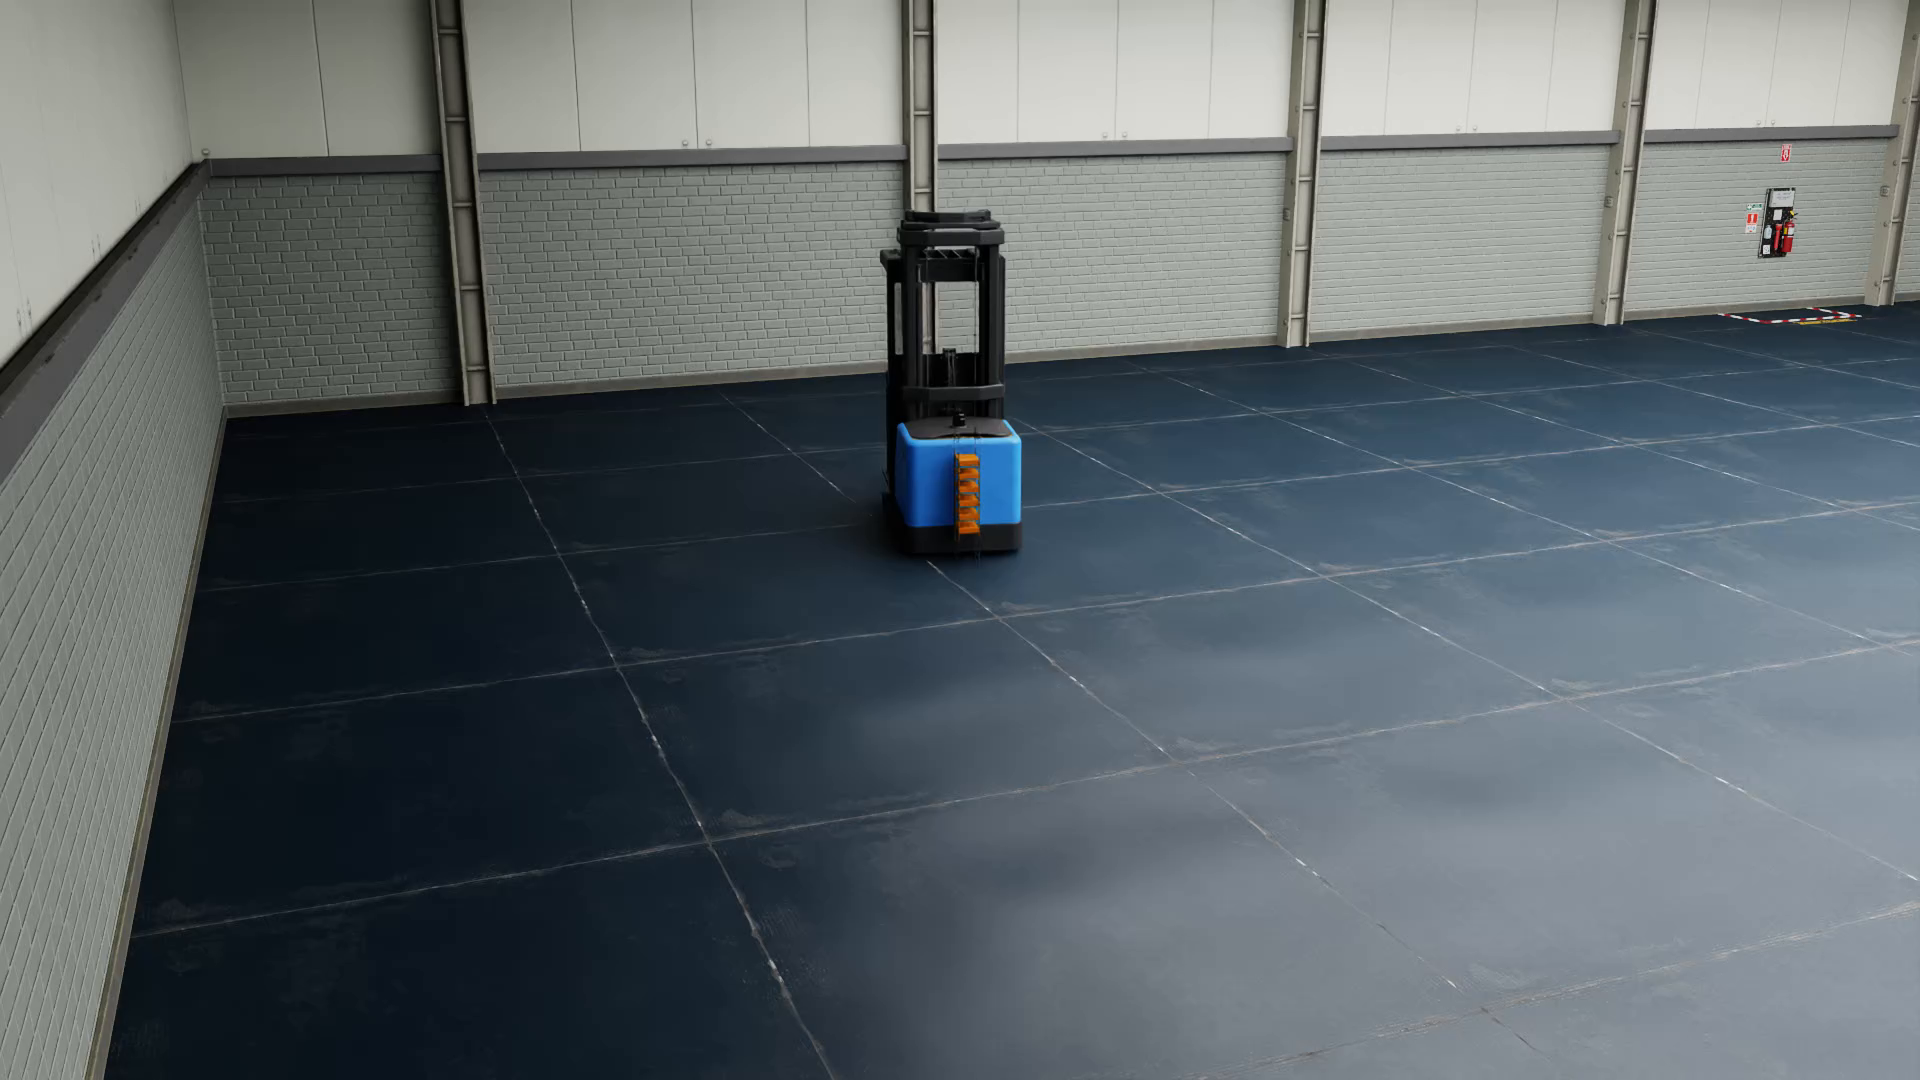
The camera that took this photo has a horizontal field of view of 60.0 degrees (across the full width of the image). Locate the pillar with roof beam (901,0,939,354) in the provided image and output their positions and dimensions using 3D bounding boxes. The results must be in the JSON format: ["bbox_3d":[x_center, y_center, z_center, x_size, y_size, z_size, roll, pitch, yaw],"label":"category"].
[{"bbox_3d":[1.004,-5.548,18.171,0.400,9.000,9.100,-6,17,-20],"label":"pillar with roof beam"}]

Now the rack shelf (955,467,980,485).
[{"bbox_3d":[0.061,-0.551,14.304,0.180,0.103,0.258,-3,17,-9],"label":"rack shelf"}]

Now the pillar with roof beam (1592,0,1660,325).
[{"bbox_3d":[12.210,-6.758,22.291,0.400,9.000,9.100,-6,17,-20],"label":"pillar with roof beam"}]

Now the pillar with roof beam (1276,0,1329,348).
[{"bbox_3d":[6.607,-6.153,20.231,0.400,9.000,9.100,-6,17,-20],"label":"pillar with roof beam"}]

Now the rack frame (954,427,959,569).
[{"bbox_3d":[-0.030,-0.360,14.345,0.006,1.200,0.240,-3,17,-9],"label":"rack frame"}]

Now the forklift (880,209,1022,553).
[{"bbox_3d":[-0.162,-1.657,15.692,1.130,2.935,3.031,-2,17,-8],"label":"forklift"}]

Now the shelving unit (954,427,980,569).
[{"bbox_3d":[0.061,-0.364,14.359,0.189,1.200,0.258,-3,17,-9],"label":"shelving unit"}]

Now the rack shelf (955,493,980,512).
[{"bbox_3d":[0.061,-0.321,14.372,0.180,0.103,0.258,-3,17,-9],"label":"rack shelf"}]

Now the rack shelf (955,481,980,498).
[{"bbox_3d":[0.061,-0.436,14.338,0.180,0.103,0.258,-3,17,-9],"label":"rack shelf"}]

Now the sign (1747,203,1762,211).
[{"bbox_3d":[13.405,-5.619,28.055,0.331,0.109,0.001,-6,17,-20],"label":"sign"}]

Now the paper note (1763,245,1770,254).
[{"bbox_3d":[13.761,-4.955,28.364,0.142,0.148,0.016,-6,17,-20],"label":"paper note"}]

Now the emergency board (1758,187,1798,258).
[{"bbox_3d":[13.951,-5.378,28.239,0.643,1.169,0.194,-6,17,-20],"label":"emergency board"}]

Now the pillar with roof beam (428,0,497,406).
[{"bbox_3d":[-4.598,-4.943,16.111,0.400,9.000,9.100,-6,17,-20],"label":"pillar with roof beam"}]

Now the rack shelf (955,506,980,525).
[{"bbox_3d":[0.061,-0.206,14.405,0.180,0.103,0.258,-3,17,-9],"label":"rack shelf"}]

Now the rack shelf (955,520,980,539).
[{"bbox_3d":[0.061,-0.091,14.439,0.180,0.103,0.258,-3,17,-9],"label":"rack shelf"}]

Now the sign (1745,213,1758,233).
[{"bbox_3d":[13.398,-5.366,28.137,0.234,0.329,0.001,-6,17,-20],"label":"sign"}]

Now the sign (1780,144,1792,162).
[{"bbox_3d":[13.908,-6.515,27.999,0.199,0.298,0.001,-6,17,-20],"label":"sign"}]

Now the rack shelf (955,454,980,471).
[{"bbox_3d":[0.061,-0.666,14.270,0.180,0.103,0.258,-3,17,-9],"label":"rack shelf"}]

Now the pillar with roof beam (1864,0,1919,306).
[{"bbox_3d":[17.813,-7.363,24.351,0.400,9.000,9.100,-6,17,-20],"label":"pillar with roof beam"}]

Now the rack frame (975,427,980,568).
[{"bbox_3d":[0.151,-0.368,14.373,0.006,1.200,0.240,-3,17,-9],"label":"rack frame"}]
